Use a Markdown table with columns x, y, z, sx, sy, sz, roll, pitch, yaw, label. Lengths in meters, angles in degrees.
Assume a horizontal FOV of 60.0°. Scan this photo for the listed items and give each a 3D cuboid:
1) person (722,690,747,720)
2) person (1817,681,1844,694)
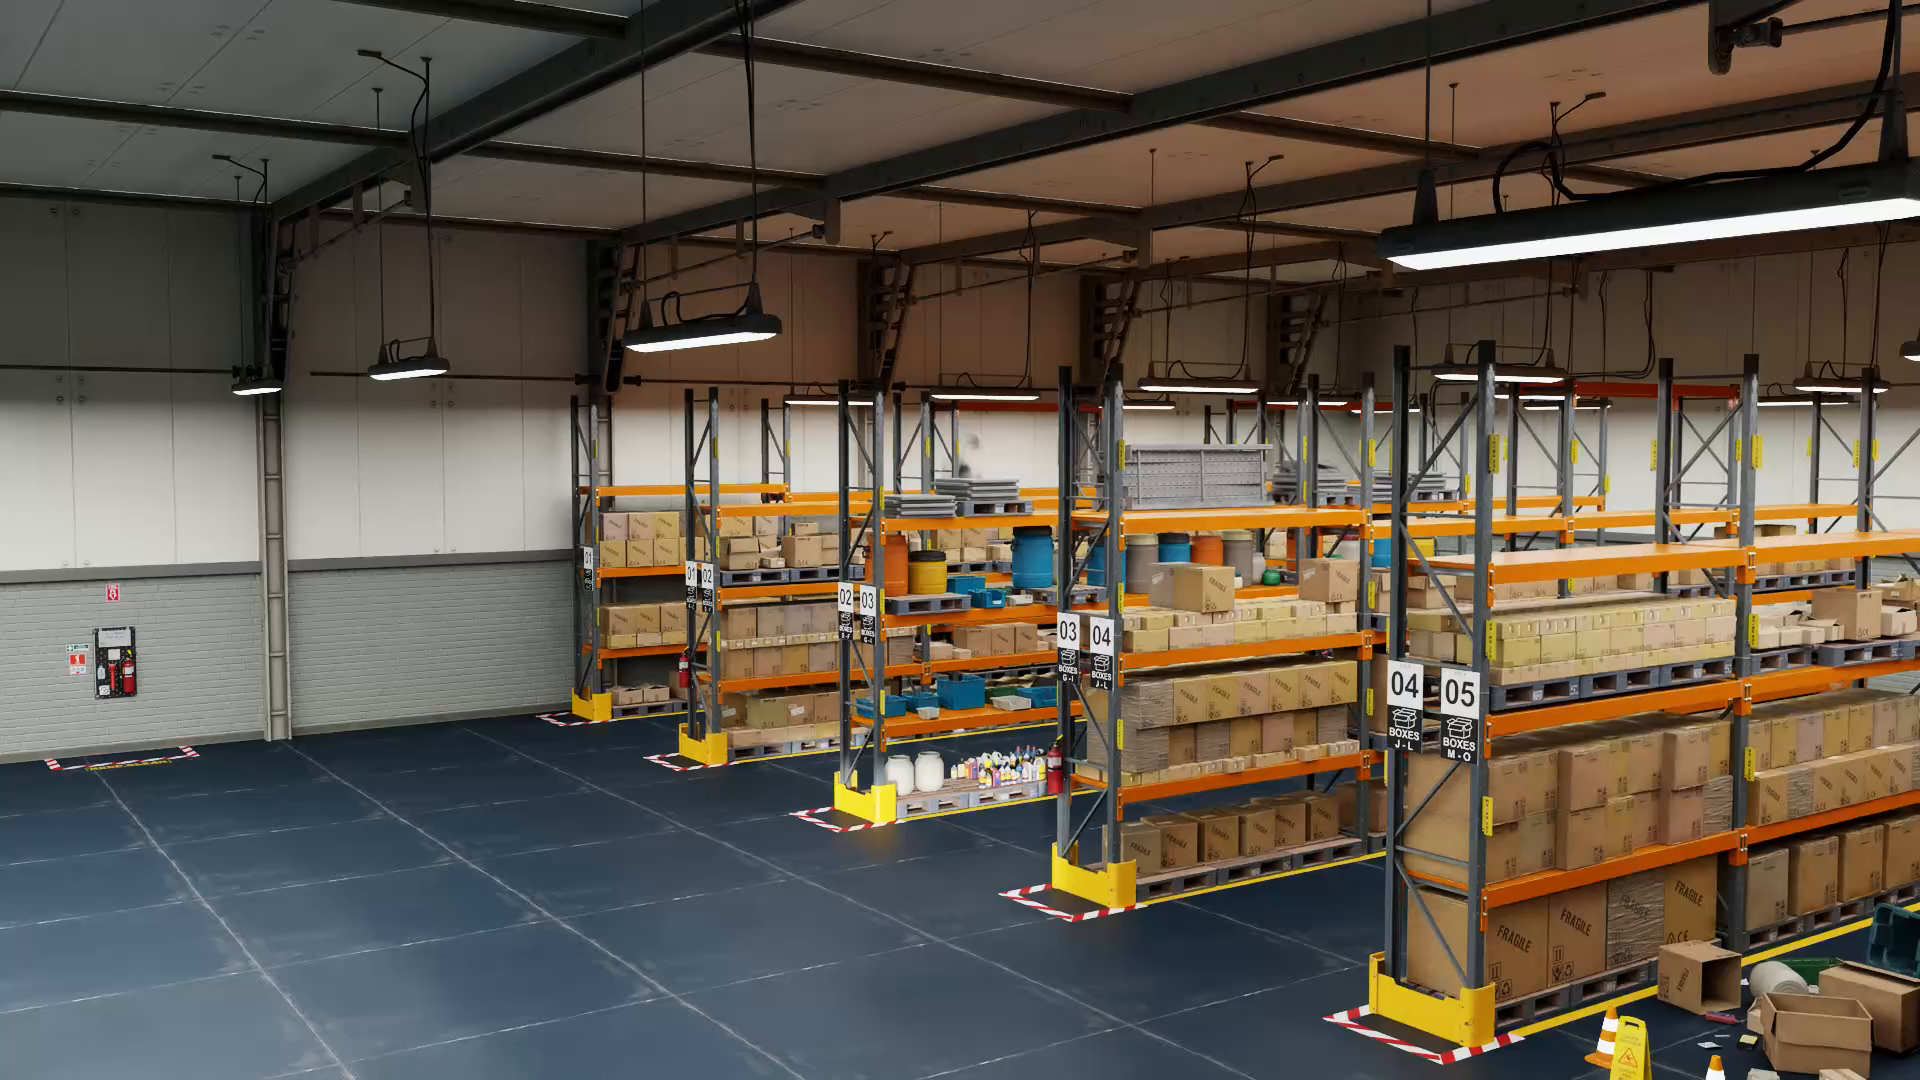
| x | y | z | sx | sy | sz | roll | pitch | yaw | label |
| --- | --- | --- | --- | --- | --- | --- | --- | --- | --- |
| -3.965 | 2.579 | 29.224 | 0.566 | 1.649 | 0.574 | -3 | 5 | -40 | person |
| 12.709 | 2.838 | 24.251 | 0.713 | 1.738 | 0.617 | 3 | 5 | 42 | person |
